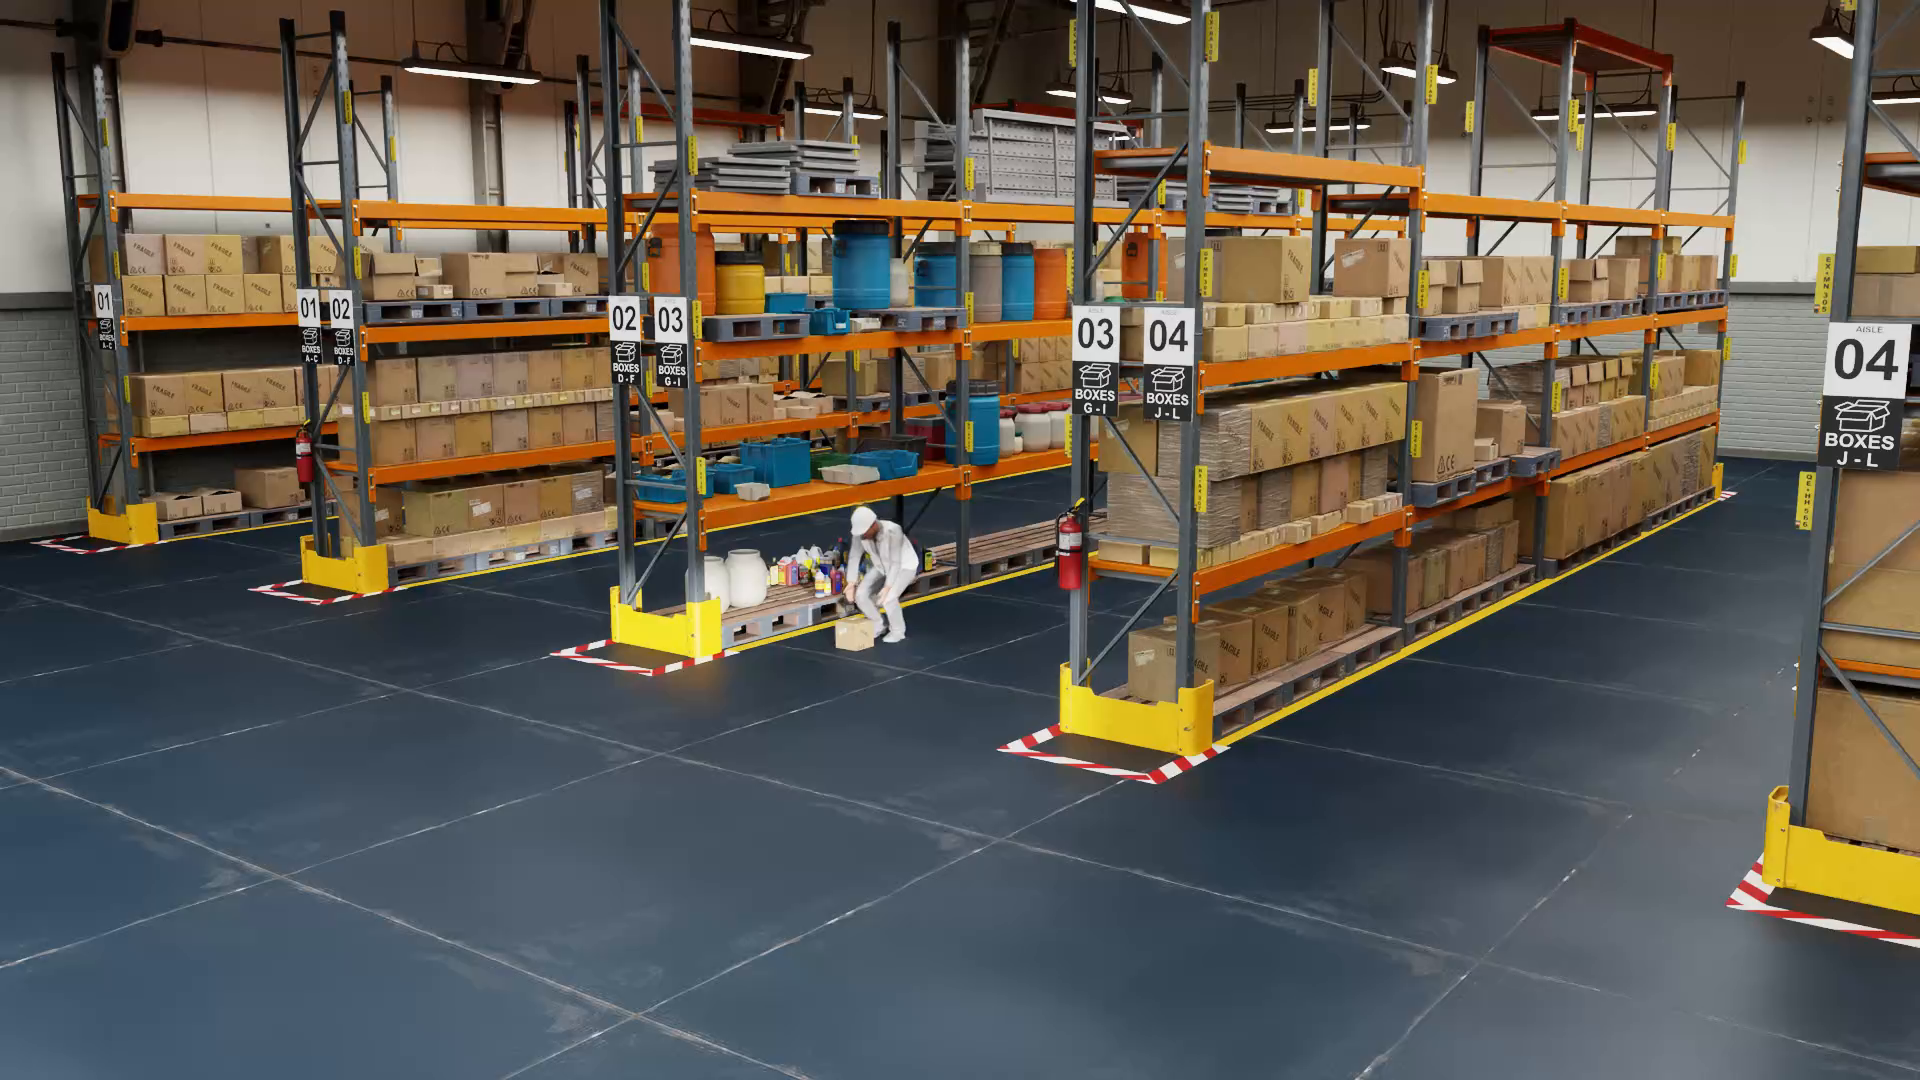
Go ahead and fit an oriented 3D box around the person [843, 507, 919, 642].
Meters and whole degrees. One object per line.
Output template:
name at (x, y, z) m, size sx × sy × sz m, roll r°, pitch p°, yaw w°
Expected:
person at (-0.716, 0.299, 15.487) m, size 0.585 × 1.299 × 0.823 m, roll 7°, pitch 12°, yaw 36°
